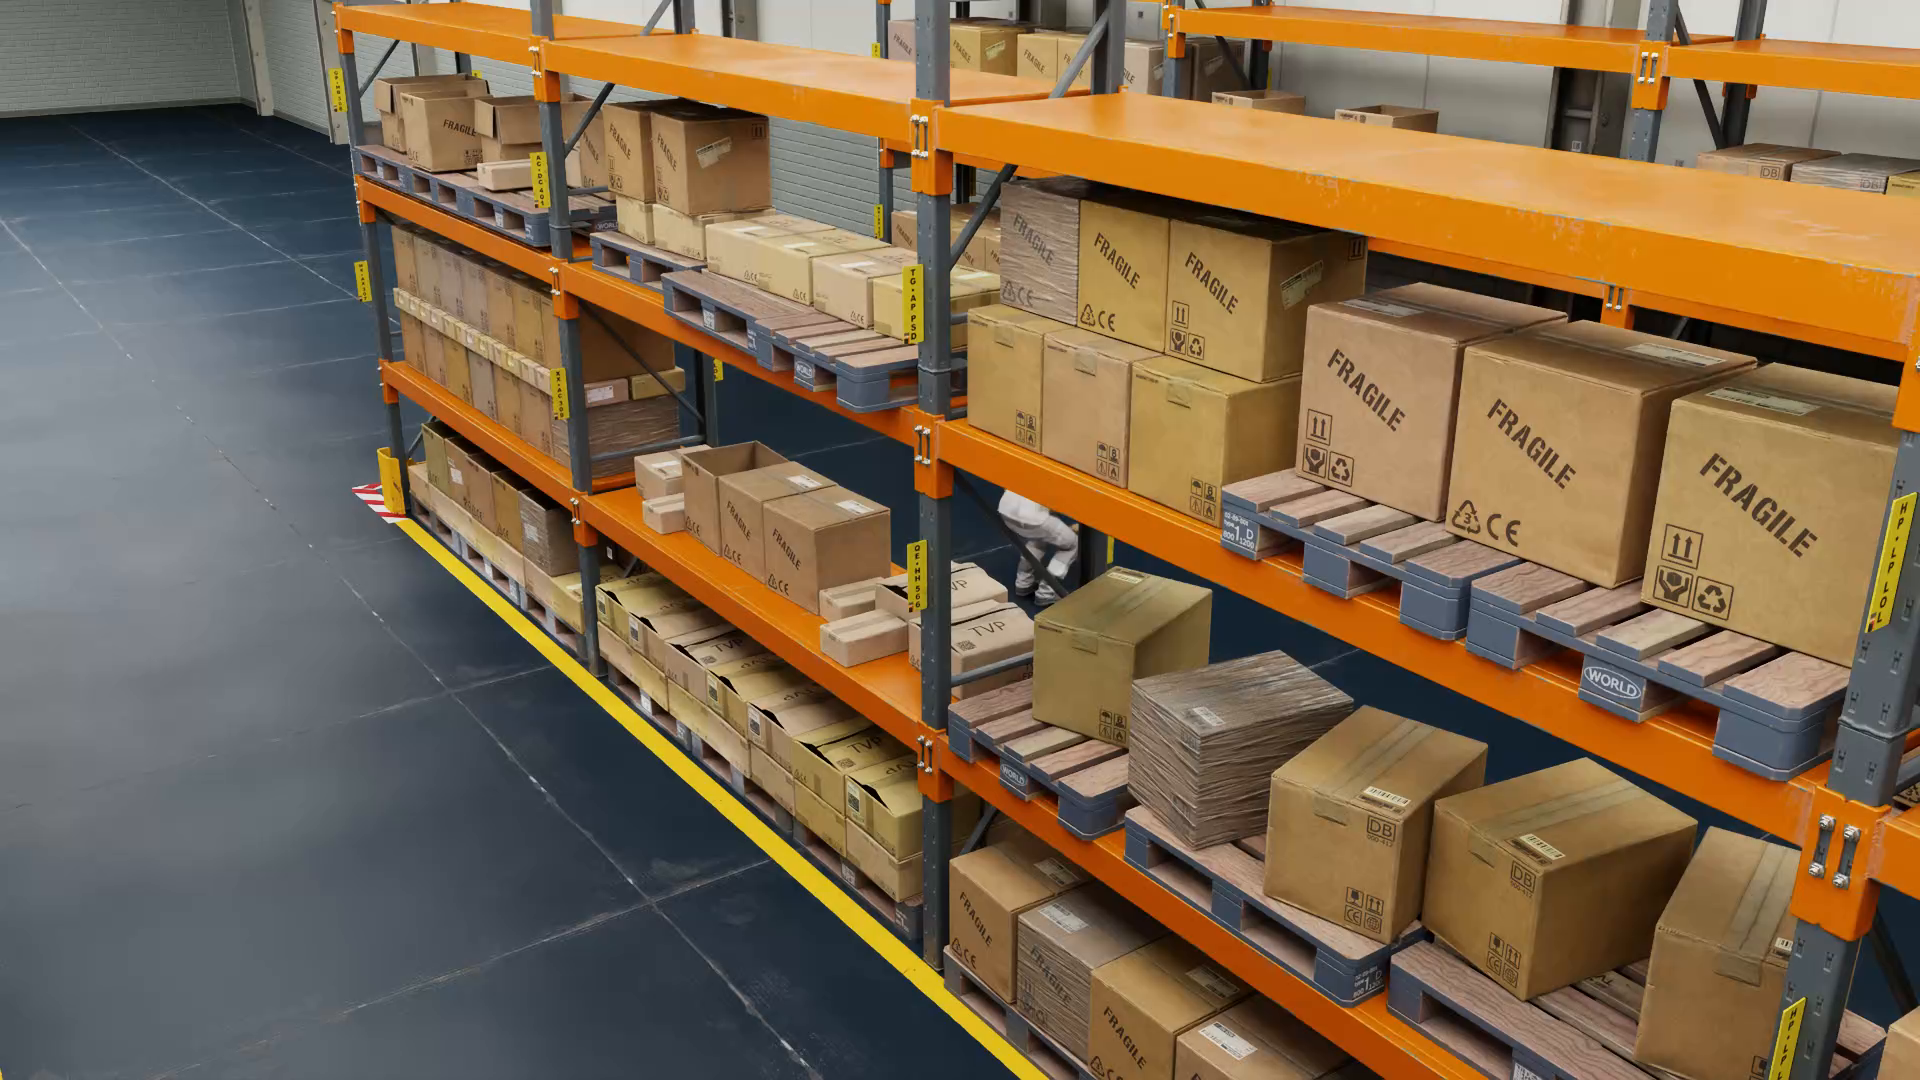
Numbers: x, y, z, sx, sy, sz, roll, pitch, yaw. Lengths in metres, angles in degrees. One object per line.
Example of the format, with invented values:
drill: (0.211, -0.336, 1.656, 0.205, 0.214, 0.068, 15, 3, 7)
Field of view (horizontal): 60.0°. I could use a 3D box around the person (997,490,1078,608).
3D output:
person: (0.642, -0.205, 12.265, 0.816, 1.295, 0.585, -15, 25, -33)
